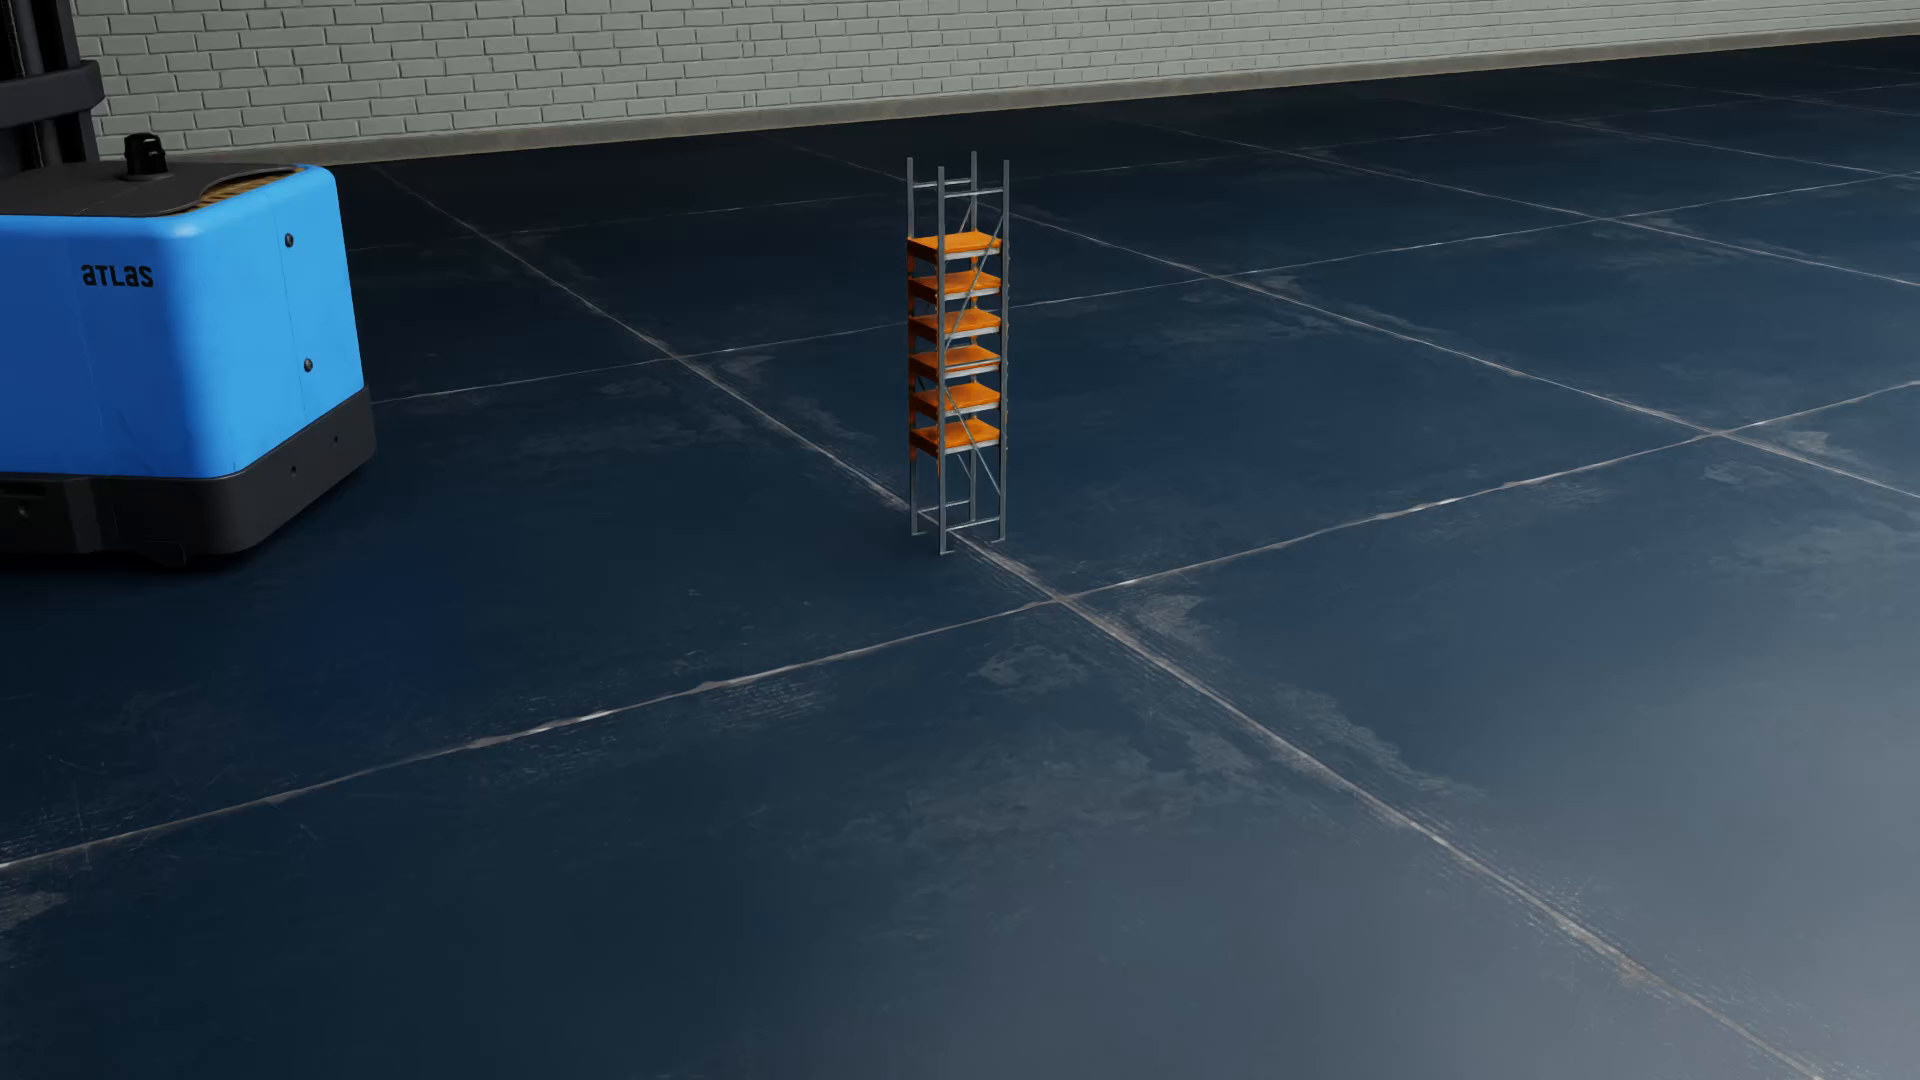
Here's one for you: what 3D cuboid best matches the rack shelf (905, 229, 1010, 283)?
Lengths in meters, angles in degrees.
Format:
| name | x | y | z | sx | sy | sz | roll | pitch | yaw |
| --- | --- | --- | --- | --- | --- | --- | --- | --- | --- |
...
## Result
| name | x | y | z | sx | sy | sz | roll | pitch | yaw |
| --- | --- | --- | --- | --- | --- | --- | --- | --- | --- |
| rack shelf | -0.007 | -0.853 | 4.978 | 0.258 | 0.103 | 0.180 | -13 | 25 | -28 |

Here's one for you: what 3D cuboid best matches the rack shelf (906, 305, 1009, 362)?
| name | x | y | z | sx | sy | sz | roll | pitch | yaw |
| --- | --- | --- | --- | --- | --- | --- | --- | --- | --- |
| rack shelf | -0.007 | -0.631 | 5.069 | 0.258 | 0.103 | 0.180 | -13 | 25 | -28 |

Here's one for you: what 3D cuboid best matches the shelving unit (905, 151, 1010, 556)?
| name | x | y | z | sx | sy | sz | roll | pitch | yaw |
| --- | --- | --- | --- | --- | --- | --- | --- | --- | --- |
| shelving unit | -0.007 | -0.561 | 5.097 | 0.258 | 1.200 | 0.189 | -13 | 25 | -28 |

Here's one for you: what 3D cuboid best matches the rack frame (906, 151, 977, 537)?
| name | x | y | z | sx | sy | sz | roll | pitch | yaw |
| --- | --- | --- | --- | --- | --- | --- | --- | --- | --- |
| rack frame | -0.054 | -0.590 | 5.170 | 0.240 | 1.200 | 0.006 | -13 | 25 | -28 |

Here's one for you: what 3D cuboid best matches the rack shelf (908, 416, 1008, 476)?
| name | x | y | z | sx | sy | sz | roll | pitch | yaw |
| --- | --- | --- | --- | --- | --- | --- | --- | --- | --- |
| rack shelf | -0.007 | -0.297 | 5.204 | 0.258 | 0.103 | 0.180 | -13 | 25 | -28 |

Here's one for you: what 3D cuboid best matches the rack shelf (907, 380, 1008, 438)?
| name | x | y | z | sx | sy | sz | roll | pitch | yaw |
| --- | --- | --- | --- | --- | --- | --- | --- | --- | --- |
| rack shelf | -0.007 | -0.408 | 5.159 | 0.258 | 0.103 | 0.180 | -13 | 25 | -28 |

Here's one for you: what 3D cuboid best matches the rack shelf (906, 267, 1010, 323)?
| name | x | y | z | sx | sy | sz | roll | pitch | yaw |
| --- | --- | --- | --- | --- | --- | --- | --- | --- | --- |
| rack shelf | -0.007 | -0.742 | 5.023 | 0.258 | 0.103 | 0.180 | -13 | 25 | -28 |

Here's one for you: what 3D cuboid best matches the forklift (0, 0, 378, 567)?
| name | x | y | z | sx | sy | sz | roll | pitch | yaw |
| --- | --- | --- | --- | --- | --- | --- | --- | --- | --- |
| forklift | -3.612 | -1.495 | 5.097 | 3.031 | 2.935 | 1.130 | 2 | 22 | 5 |

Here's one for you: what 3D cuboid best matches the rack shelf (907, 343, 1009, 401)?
| name | x | y | z | sx | sy | sz | roll | pitch | yaw |
| --- | --- | --- | --- | --- | --- | --- | --- | --- | --- |
| rack shelf | -0.007 | -0.519 | 5.114 | 0.258 | 0.103 | 0.180 | -13 | 25 | -28 |

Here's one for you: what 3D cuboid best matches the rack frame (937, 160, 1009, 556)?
| name | x | y | z | sx | sy | sz | roll | pitch | yaw |
| --- | --- | --- | --- | --- | --- | --- | --- | --- | --- |
| rack frame | 0.039 | -0.531 | 5.024 | 0.240 | 1.200 | 0.006 | -13 | 25 | -28 |
